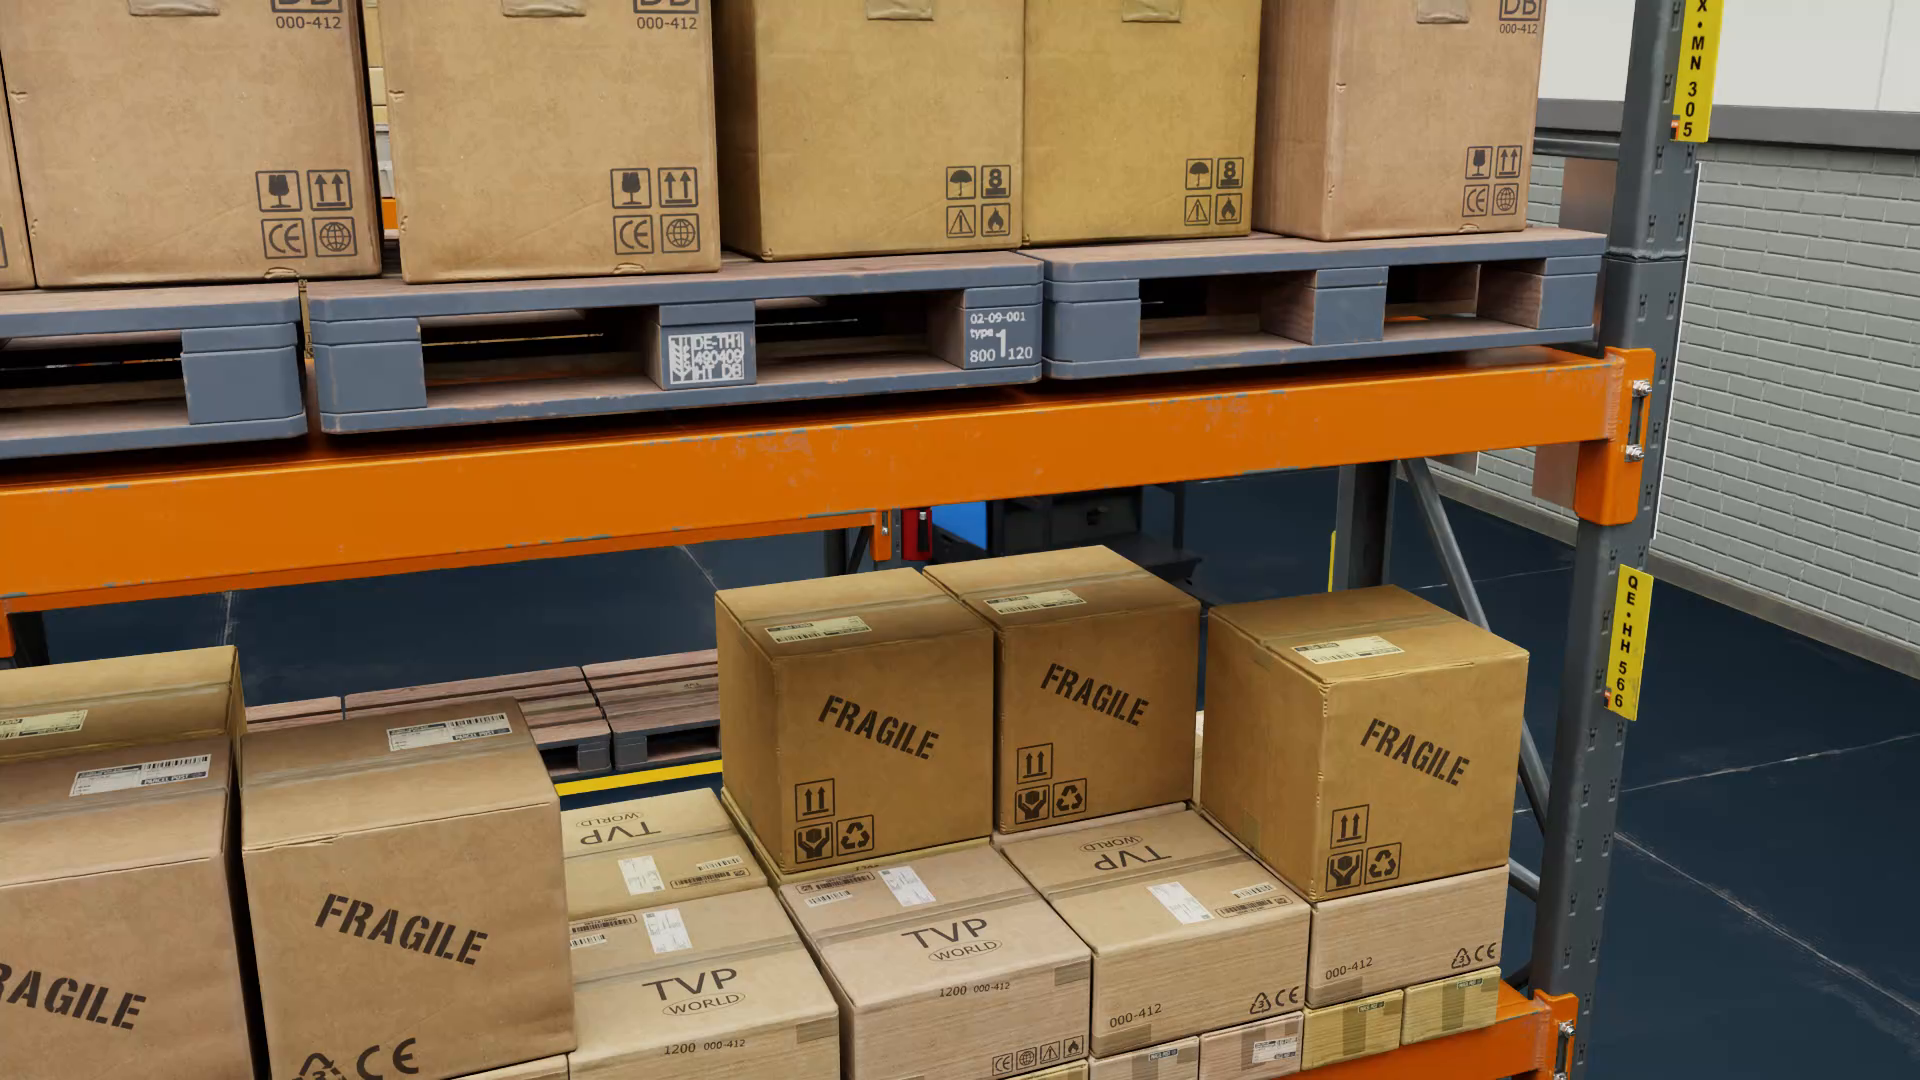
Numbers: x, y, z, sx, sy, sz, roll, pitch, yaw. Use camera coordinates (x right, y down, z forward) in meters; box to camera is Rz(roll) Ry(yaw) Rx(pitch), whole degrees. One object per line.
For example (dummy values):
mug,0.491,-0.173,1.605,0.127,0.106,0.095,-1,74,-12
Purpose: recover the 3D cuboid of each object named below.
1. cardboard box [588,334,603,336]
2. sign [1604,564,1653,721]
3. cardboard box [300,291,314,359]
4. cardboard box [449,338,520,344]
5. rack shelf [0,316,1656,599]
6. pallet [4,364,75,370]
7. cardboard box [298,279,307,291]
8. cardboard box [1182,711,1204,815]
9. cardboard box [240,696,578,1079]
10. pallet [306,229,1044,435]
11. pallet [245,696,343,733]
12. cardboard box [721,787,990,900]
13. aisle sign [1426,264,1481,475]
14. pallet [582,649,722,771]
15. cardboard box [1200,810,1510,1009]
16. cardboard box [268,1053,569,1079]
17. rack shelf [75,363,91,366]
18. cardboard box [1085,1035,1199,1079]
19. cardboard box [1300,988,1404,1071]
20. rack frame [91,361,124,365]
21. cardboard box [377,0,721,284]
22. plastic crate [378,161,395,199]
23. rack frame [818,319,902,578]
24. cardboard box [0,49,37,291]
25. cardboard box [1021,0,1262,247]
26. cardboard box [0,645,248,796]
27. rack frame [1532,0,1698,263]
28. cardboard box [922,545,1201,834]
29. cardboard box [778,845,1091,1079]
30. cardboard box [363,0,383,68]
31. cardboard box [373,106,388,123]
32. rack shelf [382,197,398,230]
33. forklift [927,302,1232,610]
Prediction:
cardboard box,-2.619,-1.794,12.705,0.500,0.500,0.500,-6,17,-18
sign,1.425,0.219,3.553,0.005,0.325,0.100,-6,17,-20
cardboard box,-4.515,-1.589,12.009,0.500,0.500,0.500,-6,17,-20
cardboard box,-3.570,-1.692,12.358,0.500,0.500,0.500,-6,17,-20
rack shelf,-0.624,-0.148,3.232,4.000,0.370,1.077,-6,17,-20
pallet,-6.818,-1.315,11.594,1.213,0.211,1.003,-6,17,-20
cardboard box,-4.530,-2.064,11.852,0.500,0.500,0.500,-7,18,-22
cardboard box,0.699,0.651,4.296,0.500,0.250,0.500,-7,18,-22
cardboard box,-1.006,0.635,3.021,0.500,0.500,0.500,-7,18,-22
pallet,-0.587,-0.451,3.143,1.213,0.211,1.003,-6,17,-20
pallet,-3.591,1.098,7.984,1.213,0.211,1.003,-6,17,-20
cardboard box,-0.255,0.755,3.943,0.500,0.250,0.500,-7,18,-22
aisle sign,1.203,-0.589,4.167,0.004,0.787,0.394,-6,17,-20
pallet,-1.313,0.852,8.822,1.213,0.211,1.003,-6,17,-20
cardboard box,0.886,0.792,3.815,0.500,0.250,0.500,-6,18,-21
cardboard box,-1.011,0.996,3.122,0.500,0.250,0.500,-6,17,-19
rack shelf,-7.901,-0.912,11.158,4.000,0.370,1.077,-6,17,-20
cardboard box,0.317,1.064,3.597,0.250,0.149,0.380,-6,17,-19
cardboard box,0.787,1.014,3.767,0.250,0.149,0.380,-6,17,-20
rack frame,-6.033,-1.459,11.744,0.127,3.000,1.000,-6,17,-20
cardboard box,-0.740,-0.752,2.912,0.500,0.500,0.700,-5,17,-18
plastic crate,-2.370,-1.598,7.360,0.530,0.136,0.437,-6,17,-20
rack frame,-0.529,-0.559,8.678,0.127,3.000,1.000,-6,17,-20
cardboard box,-1.782,-0.684,2.679,0.500,0.500,0.700,-7,18,-23
cardboard box,0.208,-0.901,3.418,0.500,0.500,0.700,-7,18,-22
cardboard box,-1.689,0.551,3.306,0.500,0.500,0.500,-6,17,-20
rack frame,1.243,-2.134,3.395,0.127,3.000,1.000,-6,17,-20
cardboard box,0.232,0.341,4.019,0.500,0.500,0.500,-7,18,-21
cardboard box,-0.063,0.895,3.467,0.500,0.250,0.500,-7,18,-22
cardboard box,-4.198,-3.641,11.897,0.500,0.500,0.700,-6,17,-20
cardboard box,-4.089,-2.961,11.800,0.500,0.250,0.500,-6,17,-20
rack shelf,-2.396,-1.451,7.670,4.000,0.370,1.077,-6,17,-20
forklift,0.832,-1.003,10.312,1.130,2.935,3.031,-9,19,-28
